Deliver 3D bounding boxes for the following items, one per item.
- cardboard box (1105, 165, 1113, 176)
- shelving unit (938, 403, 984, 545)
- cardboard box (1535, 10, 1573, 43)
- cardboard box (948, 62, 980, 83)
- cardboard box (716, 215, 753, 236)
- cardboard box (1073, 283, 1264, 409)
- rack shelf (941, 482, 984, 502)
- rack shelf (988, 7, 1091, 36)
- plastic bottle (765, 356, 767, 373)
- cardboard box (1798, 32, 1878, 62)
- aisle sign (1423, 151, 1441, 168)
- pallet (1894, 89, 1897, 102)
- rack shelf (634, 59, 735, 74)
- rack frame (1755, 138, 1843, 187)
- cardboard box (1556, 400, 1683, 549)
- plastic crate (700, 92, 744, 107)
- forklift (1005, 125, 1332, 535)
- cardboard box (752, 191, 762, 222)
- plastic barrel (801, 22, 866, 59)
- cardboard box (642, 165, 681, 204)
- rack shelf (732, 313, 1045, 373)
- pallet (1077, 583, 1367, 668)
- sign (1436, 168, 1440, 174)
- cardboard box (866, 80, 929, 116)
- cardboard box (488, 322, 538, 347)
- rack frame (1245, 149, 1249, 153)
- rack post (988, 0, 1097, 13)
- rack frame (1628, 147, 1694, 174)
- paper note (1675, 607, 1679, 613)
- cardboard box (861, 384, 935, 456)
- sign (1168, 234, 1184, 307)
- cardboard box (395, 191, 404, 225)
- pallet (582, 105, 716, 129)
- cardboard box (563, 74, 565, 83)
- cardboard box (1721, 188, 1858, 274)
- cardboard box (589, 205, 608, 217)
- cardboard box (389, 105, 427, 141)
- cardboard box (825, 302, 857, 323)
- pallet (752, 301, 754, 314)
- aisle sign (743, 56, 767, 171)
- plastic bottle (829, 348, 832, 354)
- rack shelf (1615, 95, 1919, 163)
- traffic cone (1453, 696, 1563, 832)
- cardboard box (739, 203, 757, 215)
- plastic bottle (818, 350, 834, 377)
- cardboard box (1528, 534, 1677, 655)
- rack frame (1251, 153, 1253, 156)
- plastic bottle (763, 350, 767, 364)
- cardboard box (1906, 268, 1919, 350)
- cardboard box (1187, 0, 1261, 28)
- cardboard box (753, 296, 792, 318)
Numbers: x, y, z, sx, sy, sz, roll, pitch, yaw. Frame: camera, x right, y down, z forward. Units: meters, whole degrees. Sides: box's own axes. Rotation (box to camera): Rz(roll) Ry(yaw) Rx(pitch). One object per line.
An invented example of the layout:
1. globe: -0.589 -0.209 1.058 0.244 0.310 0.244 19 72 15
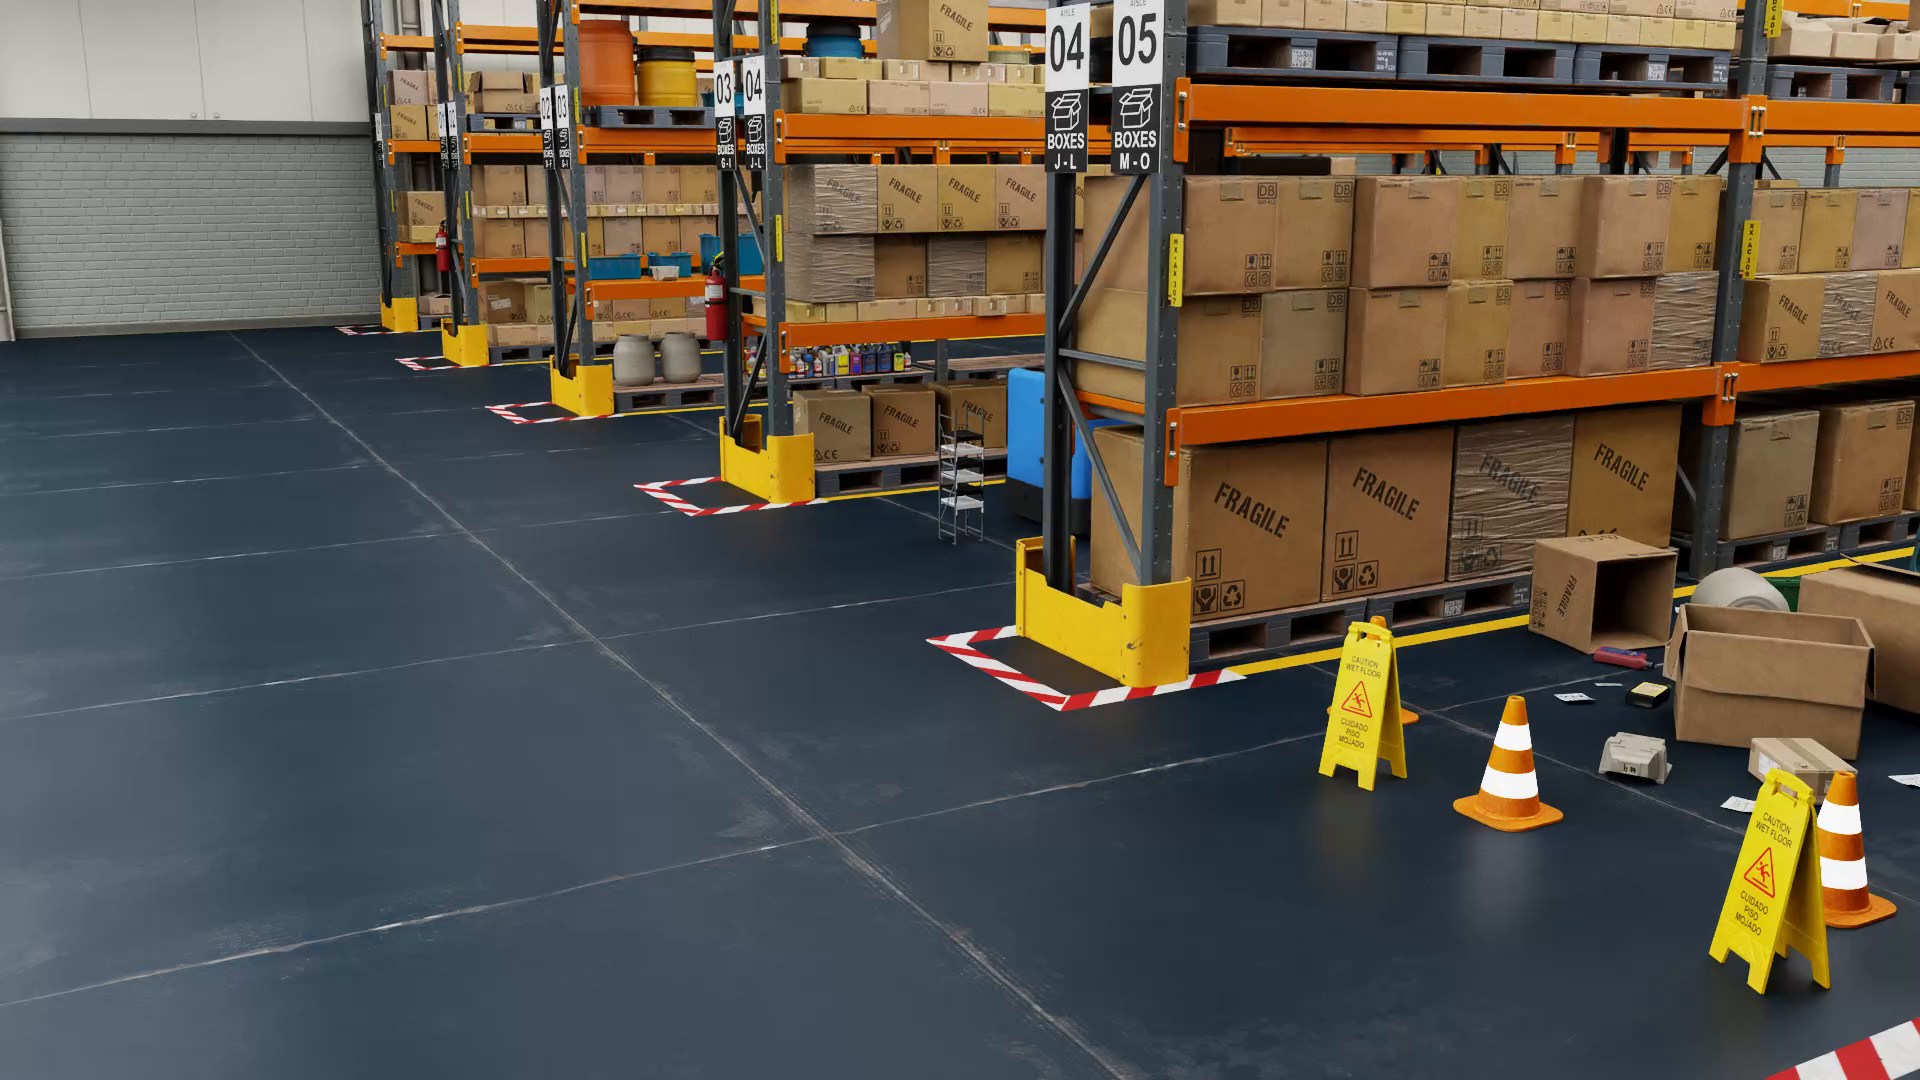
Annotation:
1. cardboard box: 1.249 -2.797 13.525 0.500 0.500 0.500 -7 14 -28
2. shelving unit: 0.007 -0.440 11.014 0.210 0.900 0.258 -7 14 -28
3. cardboard box: 2.955 -2.663 8.665 0.250 0.149 0.380 -7 14 -28
4. cardboard box: -0.050 -3.548 12.643 0.250 0.149 0.380 -8 15 -30
5. cardboard box: -3.179 -4.179 22.620 0.500 0.500 0.700 -7 15 -29
6. cardboard box: 1.032 -1.003 8.391 0.550 0.550 0.875 -7 14 -28
7. rack shelf: 0.007 -0.320 11.041 0.200 0.077 0.258 -7 14 -28
8. rack shelf: 1.333 -5.815 19.000 4.000 0.370 1.077 -7 14 -28
9. plastic bottle: -2.099 -1.944 18.285 0.097 0.201 0.097 0 13 0
10. cardboard box: 5.268 -2.958 9.978 0.380 0.149 0.250 -7 14 -28
11. aisle sign: 7.947 -6.657 27.938 0.004 0.787 0.394 -7 14 -28
12. pallet: 7.210 -3.017 11.280 1.003 0.211 1.213 -6 14 -25
13. rack shelf: -3.414 -7.724 27.484 4.000 0.370 1.077 -7 14 -28
14. rack frame: 8.973 -3.111 18.099 0.127 3.000 1.000 -7 14 -28
15. cardboard box: 3.653 -0.418 10.018 0.875 0.875 0.875 -7 14 -27
16. plastic crate: -2.404 -4.517 17.553 0.575 0.384 0.392 -7 14 -28
17. forklift: 1.871 -1.636 11.703 3.031 2.935 1.130 -6 14 -26
18. cardboard box: -3.649 -5.576 27.824 0.500 0.500 0.700 -5 14 -20
19. plastic barrel: -1.347 -5.052 17.797 0.708 0.901 0.600 -7 14 -28
20. cardboard box: -4.062 -4.706 22.007 0.500 0.500 0.700 -7 14 -28
21. rack shelf: 0.195 -1.708 13.504 4.000 0.370 1.077 -7 14 -28
22. pallet: 1.392 0.380 8.942 1.213 0.211 1.003 -7 14 -28
23. sign: 7.989 -6.051 27.807 0.005 0.325 0.100 -7 14 -28
24. cardboard box: -0.564 -3.295 12.427 0.500 0.250 0.500 -7 15 -29
25. cardboard box: -5.726 -2.635 21.290 0.500 0.250 0.500 -7 14 -28
26. rack frame: 4.229 -5.020 26.584 0.127 3.000 1.000 -7 14 -28
27. rack post: 1.265 -6.472 18.914 3.121 1.000 1.013 -7 14 -28
28. rack frame: 10.110 -4.486 24.210 0.127 3.000 1.000 -7 14 -28
29. paper note: 4.082 0.391 9.301 0.147 0.020 0.142 5 14 21
30. cardboard box: -0.496 -0.966 13.304 0.500 0.500 0.500 -3 13 -13
31. sign: 0.988 -1.235 7.613 0.005 0.325 0.100 -7 14 -28
32. cardboard box: -8.368 -5.105 25.549 0.500 0.500 0.500 -7 14 -28
33. pallet: -3.160 -4.242 16.725 1.213 0.211 1.003 -7 14 -28
34. cardboard box: -4.715 -5.665 21.115 0.500 0.500 0.500 -7 14 -28
35. cardboard box: 5.122 -1.947 10.424 0.500 0.500 0.700 -7 15 -29
36. cardboard box: -4.726 -4.259 21.495 0.250 0.149 0.380 -7 14 -29
37. cardboard box: -8.267 -6.221 24.814 0.500 0.500 0.500 -6 14 -26
38. cardboard box: -0.967 -1.732 12.547 0.250 0.149 0.380 -7 14 -28
39. pallet: -3.414 -3.984 28.330 1.213 0.211 1.003 -7 14 -28
40. aisle sign: -1.471 -3.052 11.918 0.004 0.787 0.394 -7 14 -28
41. plastic bottle: -1.373 -1.953 18.138 0.133 0.283 0.061 -7 14 -28
42. rack shelf: 5.994 -2.625 10.750 4.000 0.370 1.077 -7 14 -28
43. traffic cone: 2.117 0.827 6.379 0.334 0.463 0.336 -7 14 -28
44. cardboard box: -2.928 -4.474 22.452 0.250 0.149 0.380 -7 14 -28
45. plastic bottle: -1.446 -1.916 17.991 0.135 0.276 0.152 -7 14 -27
46. cardboard box: 3.368 0.277 8.735 0.500 0.500 0.500 -4 13 -18
47. rack frame: 5.364 -6.395 32.694 0.127 3.000 1.000 -7 14 -28
48. plastic bottle: -2.175 -2.002 18.375 0.135 0.276 0.152 -7 15 -29
49. cardboard box: 6.158 -1.513 10.775 0.500 0.500 0.500 -7 14 -27
50. cardboard box: 1.182 -2.450 7.722 0.250 0.149 0.380 -7 14 -27
51. cardboard box: -1.409 -1.795 12.827 0.250 0.149 0.380 -7 14 -28
